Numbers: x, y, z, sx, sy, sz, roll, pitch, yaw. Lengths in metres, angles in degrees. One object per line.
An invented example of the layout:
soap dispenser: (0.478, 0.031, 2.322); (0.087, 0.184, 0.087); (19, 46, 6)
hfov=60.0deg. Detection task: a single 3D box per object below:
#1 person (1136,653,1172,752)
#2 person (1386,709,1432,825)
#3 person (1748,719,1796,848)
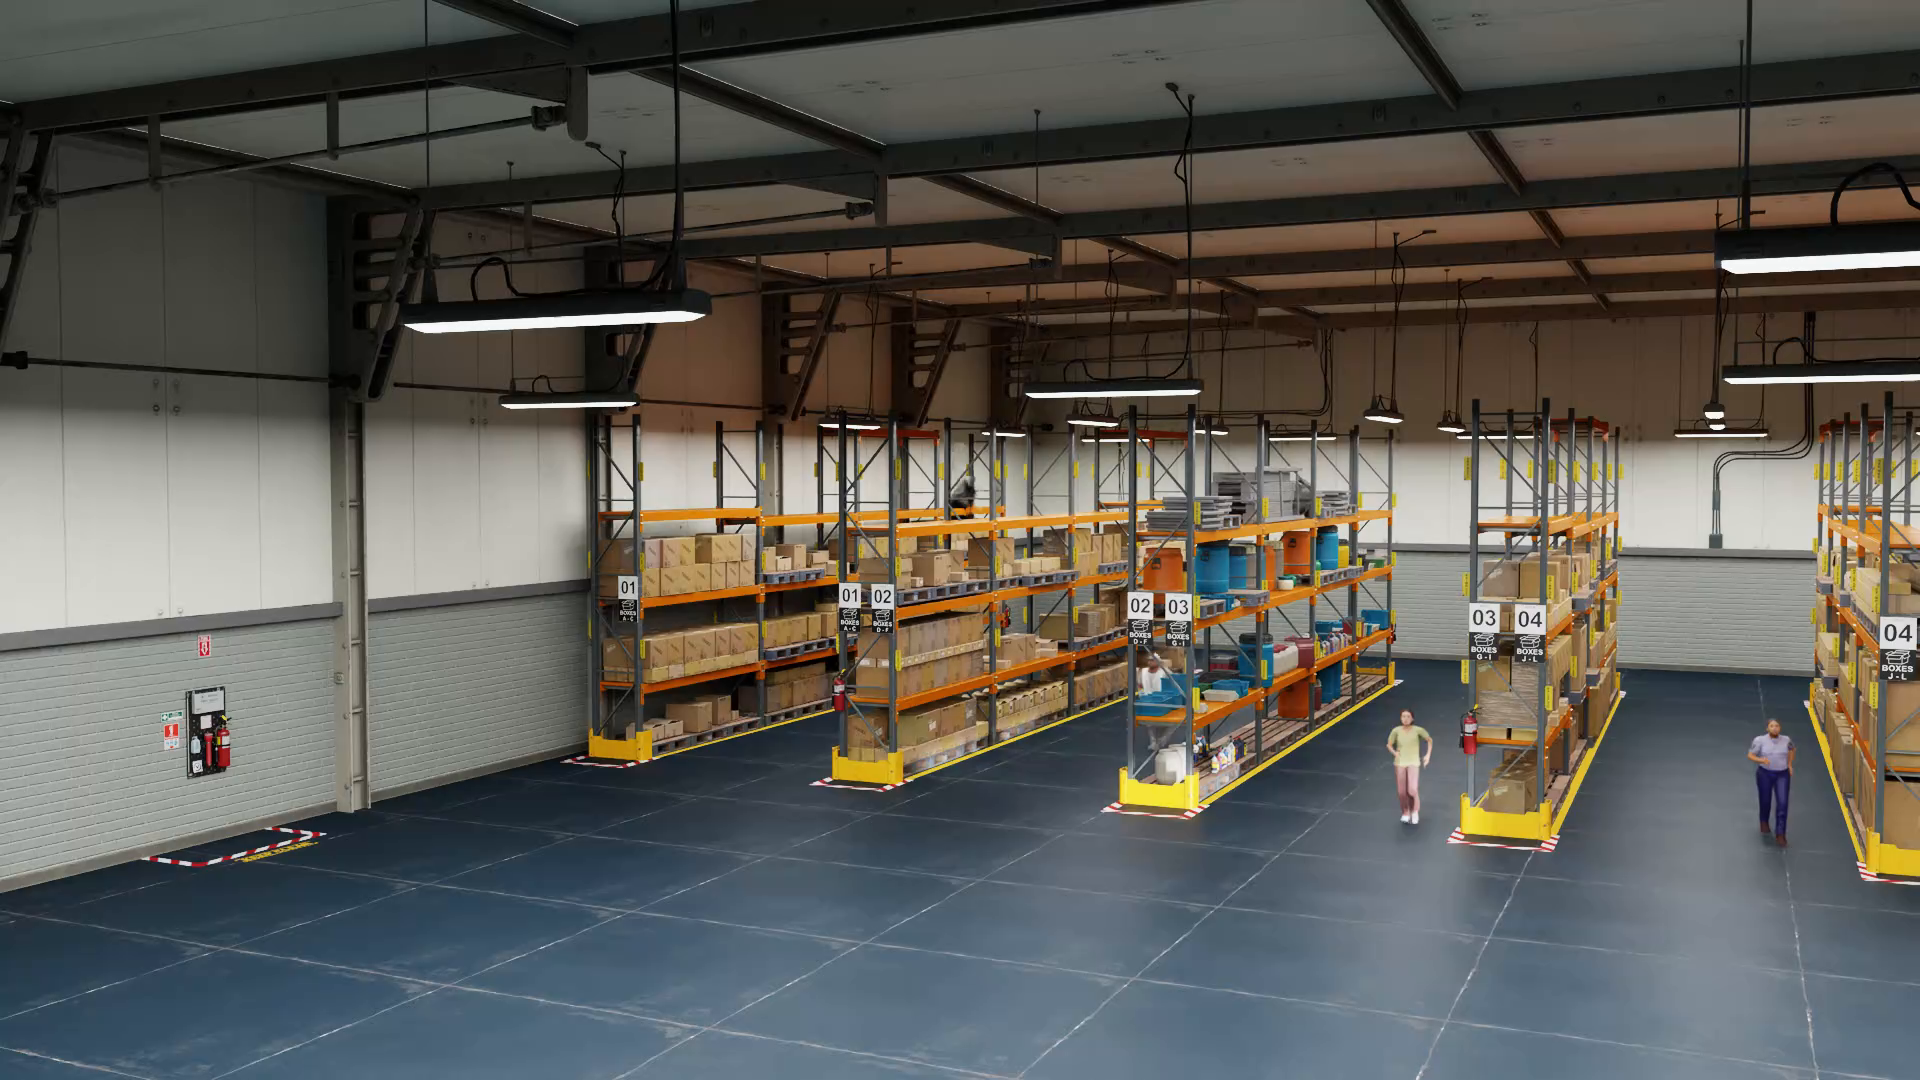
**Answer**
person: (3.446, 2.905, 29.673); (0.709, 1.792, 0.682); (1, 3, 26)
person: (6.324, 3.204, 23.480); (0.605, 1.650, 0.618); (1, 3, 22)
person: (10.978, 3.239, 22.468); (0.608, 1.652, 0.943); (1, 2, 20)
